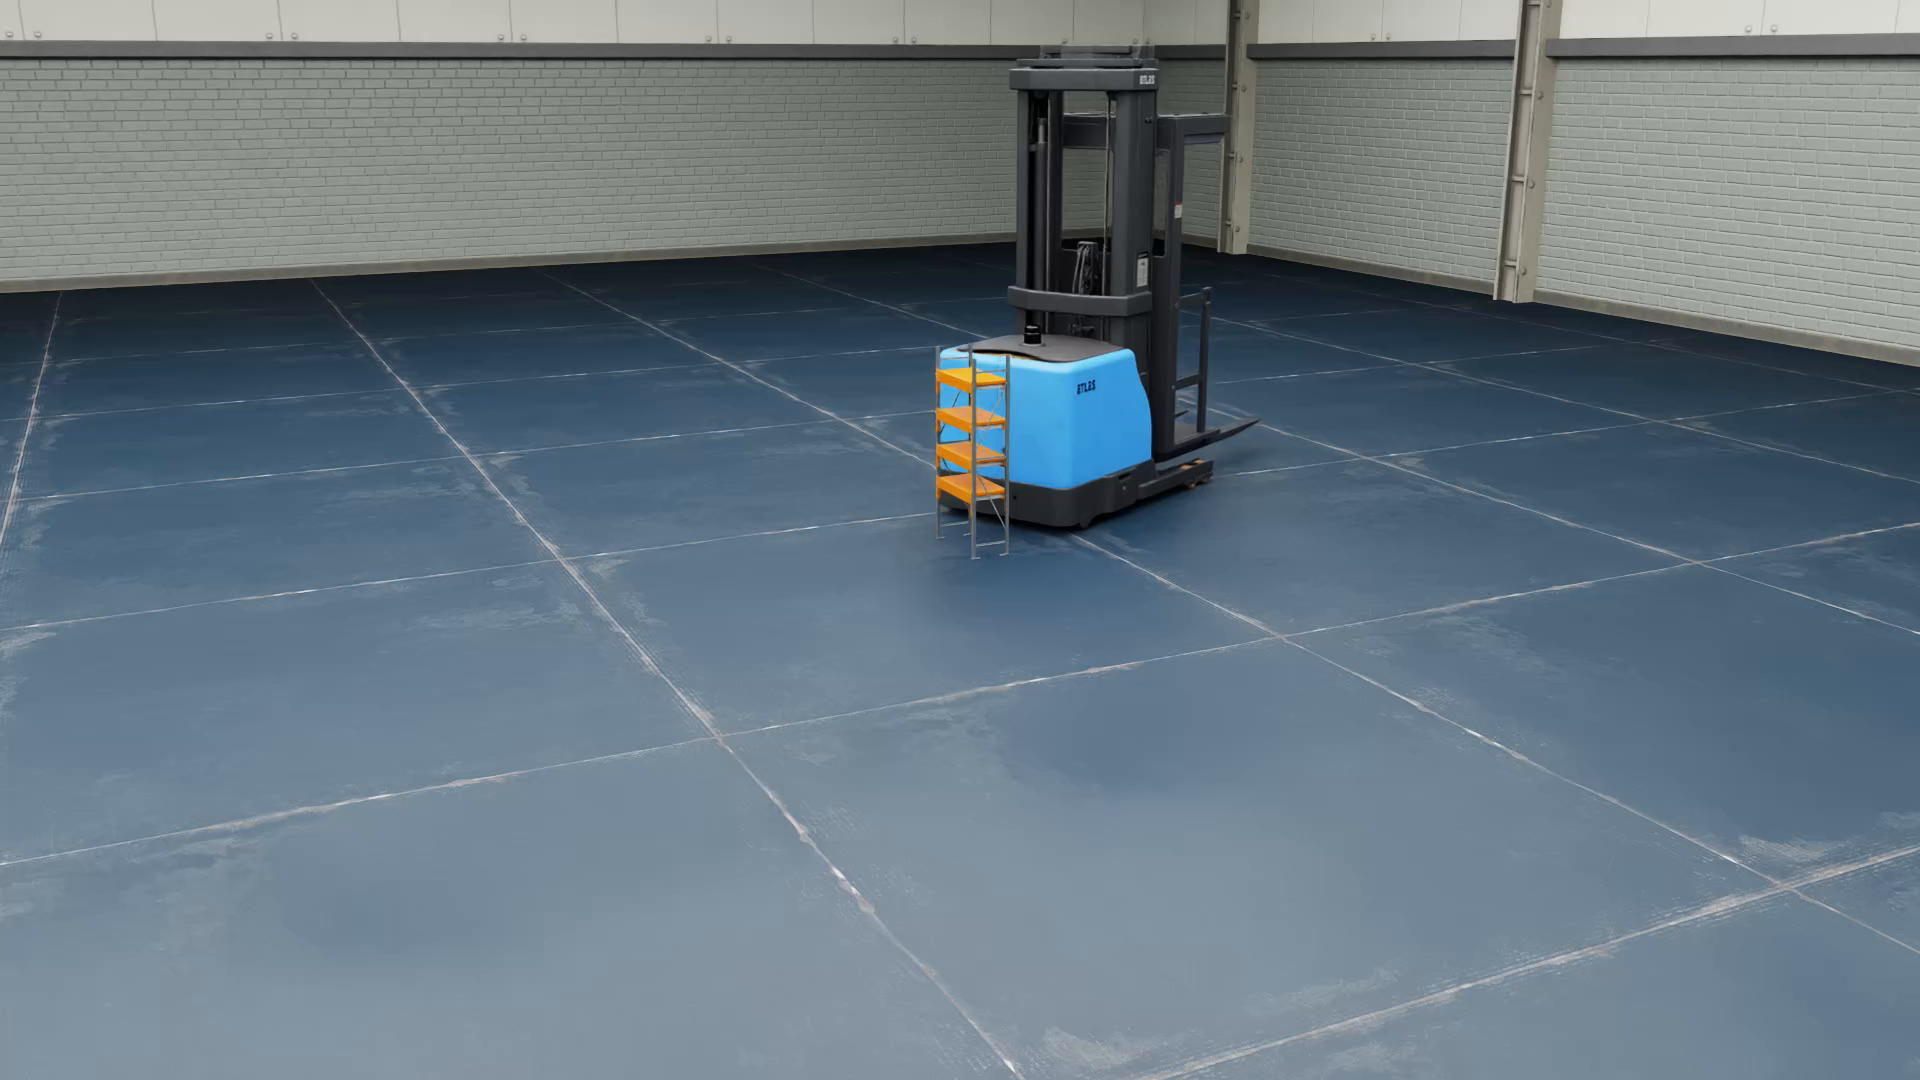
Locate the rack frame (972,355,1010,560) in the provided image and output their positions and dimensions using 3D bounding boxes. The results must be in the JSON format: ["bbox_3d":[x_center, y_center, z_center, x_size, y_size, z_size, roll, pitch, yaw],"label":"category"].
[{"bbox_3d":[0.179,-0.475,9.731,0.240,1.200,0.015,-8,18,-25],"label":"rack frame"}]

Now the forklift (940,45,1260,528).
[{"bbox_3d":[1.118,-1.832,11.320,1.130,2.935,3.031,11,20,34],"label":"forklift"}]

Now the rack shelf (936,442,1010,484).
[{"bbox_3d":[0.073,-0.471,9.961,0.258,0.148,0.480,-8,18,-25],"label":"rack shelf"}]

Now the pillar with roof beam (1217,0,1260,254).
[{"bbox_3d":[0.353,-8.258,22.714,9.100,9.000,0.400,-8,18,-25],"label":"pillar with roof beam"}]

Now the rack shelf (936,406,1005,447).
[{"bbox_3d":[0.073,-0.686,9.899,0.258,0.148,0.480,-8,18,-25],"label":"rack shelf"}]

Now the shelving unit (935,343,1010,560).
[{"bbox_3d":[0.073,-0.536,9.942,0.258,1.200,0.503,-8,18,-25],"label":"shelving unit"}]

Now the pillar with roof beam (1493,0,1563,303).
[{"bbox_3d":[2.982,-6.771,17.530,9.100,9.000,0.400,-8,18,-25],"label":"pillar with roof beam"}]

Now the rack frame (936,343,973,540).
[{"bbox_3d":[-0.034,-0.596,10.153,0.240,1.200,0.015,-8,18,-25],"label":"rack frame"}]

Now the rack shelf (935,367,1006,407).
[{"bbox_3d":[0.073,-0.913,9.834,0.258,0.148,0.480,-8,18,-25],"label":"rack shelf"}]

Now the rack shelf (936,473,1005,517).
[{"bbox_3d":[0.073,-0.280,10.015,0.258,0.148,0.480,-8,18,-25],"label":"rack shelf"}]
